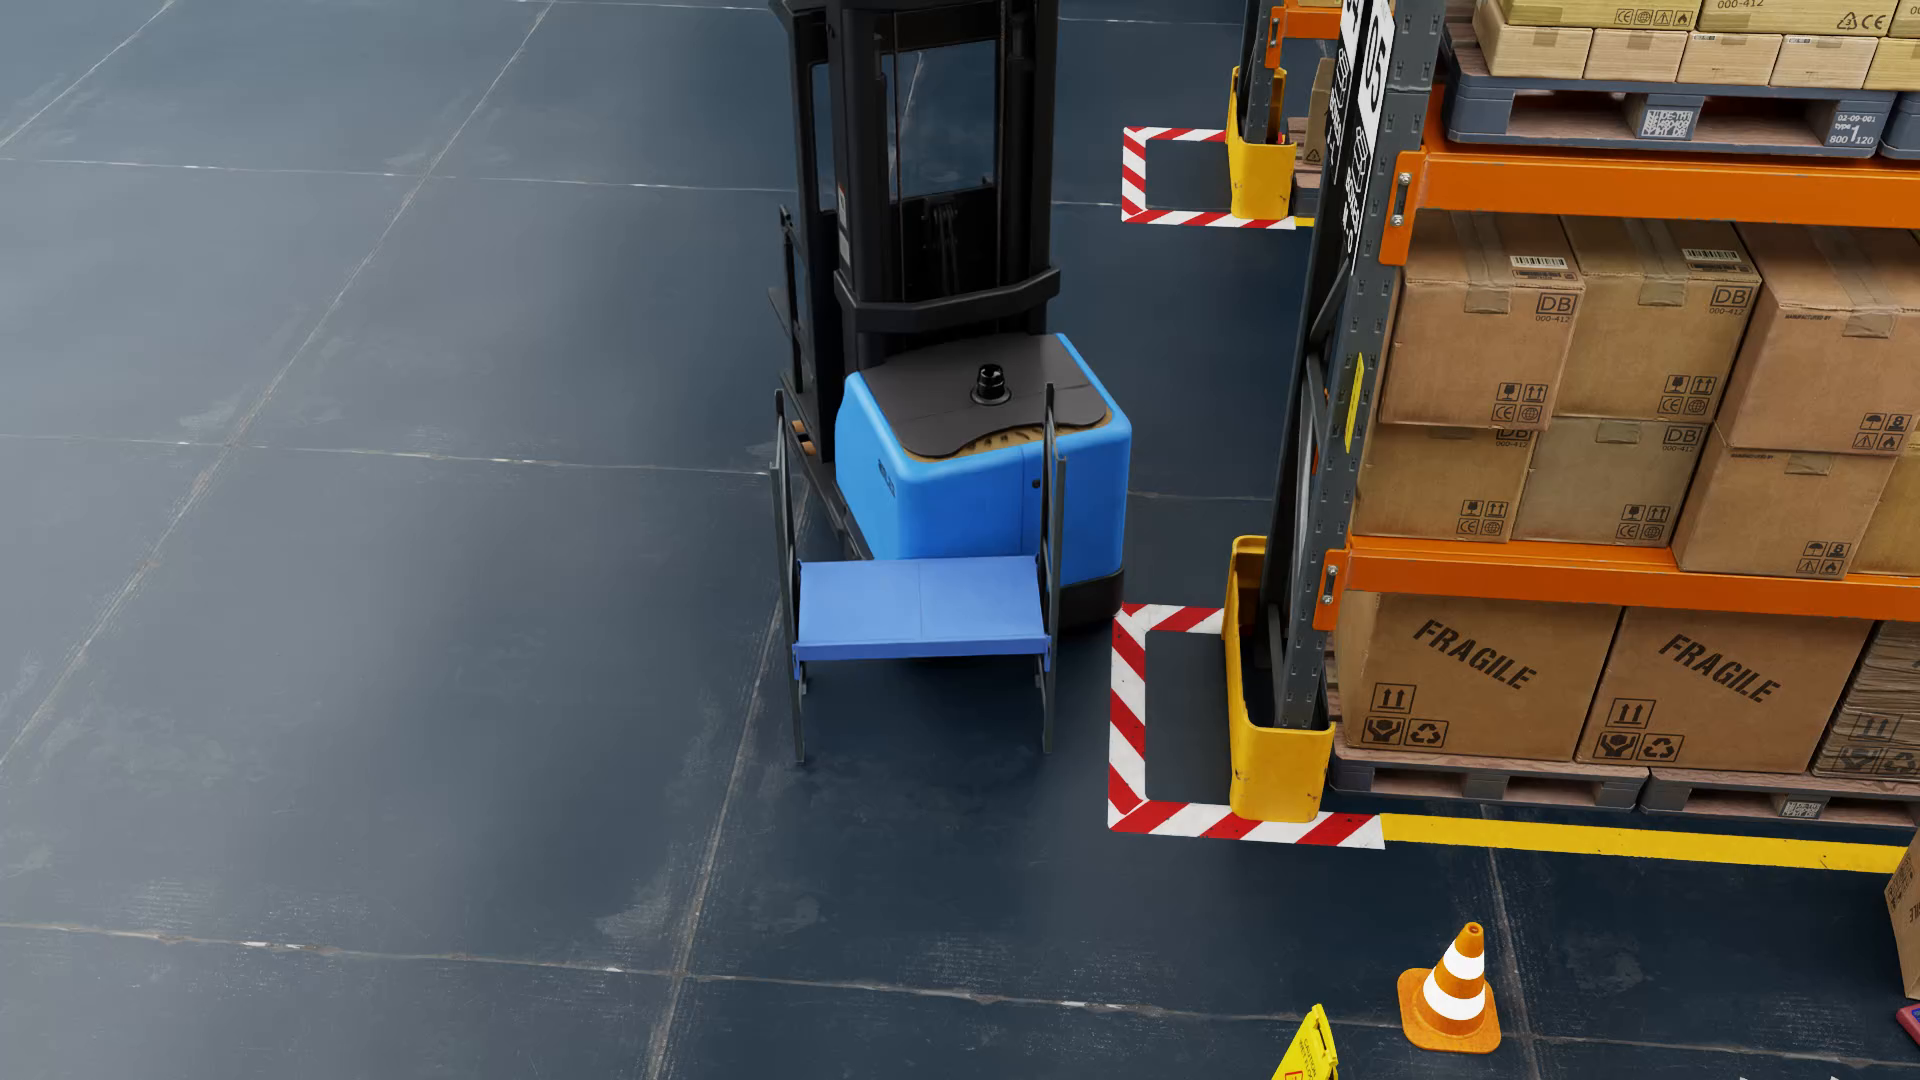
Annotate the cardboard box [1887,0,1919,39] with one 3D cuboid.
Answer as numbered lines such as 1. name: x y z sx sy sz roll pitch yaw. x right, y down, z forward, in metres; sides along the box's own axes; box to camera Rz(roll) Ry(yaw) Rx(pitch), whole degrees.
1. cardboard box: 2.785 -1.600 4.606 0.500 0.250 0.500 3 39 3

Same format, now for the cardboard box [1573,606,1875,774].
1. cardboard box: 2.875 0.283 6.547 0.875 0.875 0.875 3 39 3

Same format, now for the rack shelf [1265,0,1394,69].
1. rack shelf: 3.839 -3.146 9.979 4.000 0.370 1.077 3 39 4

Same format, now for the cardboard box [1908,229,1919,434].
1. cardboard box: 3.325 -0.817 5.574 0.500 0.550 0.875 3 39 4

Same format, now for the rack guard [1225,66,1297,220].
1. rack guard: 1.922 -2.560 10.670 0.348 0.500 1.175 3 39 4

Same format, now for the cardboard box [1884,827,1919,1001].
1. cardboard box: 3.667 1.327 5.892 0.500 0.500 0.500 10 40 12

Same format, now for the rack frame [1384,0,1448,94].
1. rack frame: 1.317 -2.747 4.166 0.127 3.000 1.000 3 39 4

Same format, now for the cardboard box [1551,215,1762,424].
1. cardboard box: 2.240 -0.880 5.652 0.550 0.550 0.875 3 39 4

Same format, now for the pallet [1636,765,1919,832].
1. pallet: 3.333 0.724 6.864 1.213 0.211 1.003 3 39 4

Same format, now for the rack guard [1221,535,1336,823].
1. rack guard: 1.293 0.548 6.851 0.348 0.500 1.175 3 39 4

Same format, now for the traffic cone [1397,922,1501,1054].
1. traffic cone: 1.724 1.486 5.728 0.334 0.463 0.336 3 39 4

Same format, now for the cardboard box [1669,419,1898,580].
1. cardboard box: 2.788 -0.361 5.869 0.550 0.550 0.875 3 39 4

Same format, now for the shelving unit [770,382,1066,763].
1. shelving unit: -0.158 0.158 6.538 1.048 1.500 0.538 -2 39 -2

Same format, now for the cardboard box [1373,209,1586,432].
1. cardboard box: 1.684 -0.852 5.617 0.550 0.550 0.875 3 39 4

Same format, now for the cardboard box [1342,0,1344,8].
1. cardboard box: 2.357 -3.245 9.730 0.250 0.149 0.380 3 39 4

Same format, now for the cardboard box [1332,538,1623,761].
1. cardboard box: 1.999 0.237 6.604 0.875 0.875 0.875 3 39 4

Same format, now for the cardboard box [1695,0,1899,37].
1. cardboard box: 2.282 -1.627 4.639 0.500 0.250 0.500 3 39 3

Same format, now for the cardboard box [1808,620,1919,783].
1. cardboard box: 3.784 0.334 6.484 0.875 0.875 0.875 3 39 4

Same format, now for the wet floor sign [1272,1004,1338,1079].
1. wet floor sign: 1.118 1.737 5.275 0.232 0.644 0.267 -3 39 -4

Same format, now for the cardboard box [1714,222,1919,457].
1. cardboard box: 2.786 -0.764 5.509 0.550 0.550 0.875 3 39 4

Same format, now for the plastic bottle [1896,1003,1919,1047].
1. plastic bottle: 3.386 1.735 5.741 0.133 0.061 0.283 -10 40 -12

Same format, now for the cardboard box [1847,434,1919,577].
1. cardboard box: 3.319 -0.358 5.865 0.500 0.550 0.875 3 39 4

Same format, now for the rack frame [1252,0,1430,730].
1. rack frame: 1.317 -0.420 6.060 0.127 3.000 1.000 3 39 4

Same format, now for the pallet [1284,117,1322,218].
1. pallet: 2.728 -2.382 10.679 1.213 0.211 1.003 3 39 4

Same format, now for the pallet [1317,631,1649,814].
1. pallet: 2.121 0.656 6.947 1.213 0.211 1.003 3 39 4

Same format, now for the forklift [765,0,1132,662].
1. forklift: -0.248 -1.547 7.500 1.130 2.935 3.031 -13 41 -15

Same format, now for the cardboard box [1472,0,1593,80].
1. cardboard box: 1.631 -1.467 4.758 0.250 0.149 0.380 3 39 4

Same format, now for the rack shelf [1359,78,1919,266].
1. rack shelf: 3.310 -1.195 5.207 4.000 0.370 1.077 3 39 4

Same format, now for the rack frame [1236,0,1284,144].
1. rack frame: 1.846 -3.534 9.886 0.127 3.000 1.000 3 39 4

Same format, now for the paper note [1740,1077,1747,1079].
1. paper note: 2.692 1.883 5.584 0.142 0.017 0.144 16 42 19

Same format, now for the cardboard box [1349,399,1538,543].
1. cardboard box: 1.691 -0.486 6.023 0.550 0.550 0.875 3 39 4

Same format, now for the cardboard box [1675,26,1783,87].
1. cardboard box: 2.135 -1.440 4.724 0.250 0.149 0.380 3 39 4

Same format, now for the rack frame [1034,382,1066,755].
1. rack frame: 0.350 0.143 6.556 0.032 1.500 0.500 -2 39 -2

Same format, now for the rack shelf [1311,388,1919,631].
1. rack shelf: 3.310 -0.032 6.153 4.000 0.370 1.077 3 39 4

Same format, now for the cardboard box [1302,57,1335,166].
1. cardboard box: 2.467 -2.683 10.488 0.500 0.500 0.500 10 40 12

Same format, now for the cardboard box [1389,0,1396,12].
1. cardboard box: 2.605 -3.222 9.702 0.250 0.149 0.380 3 39 4

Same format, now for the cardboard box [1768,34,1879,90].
1. cardboard box: 2.387 -1.426 4.708 0.250 0.149 0.380 3 39 4

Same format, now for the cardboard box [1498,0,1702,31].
1. cardboard box: 1.776 -1.654 4.672 0.500 0.250 0.500 3 39 4

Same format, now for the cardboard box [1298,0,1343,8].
1. cardboard box: 2.109 -3.271 9.762 0.250 0.149 0.380 3 39 4

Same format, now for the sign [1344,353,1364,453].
1. sign: 1.264 -0.438 5.333 0.005 0.325 0.100 3 39 4

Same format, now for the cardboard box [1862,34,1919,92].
1. cardboard box: 2.637 -1.412 4.690 0.250 0.149 0.380 3 39 4

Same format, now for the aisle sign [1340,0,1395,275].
1. aisle sign: 1.221 -1.243 5.012 0.004 0.787 0.394 3 39 4

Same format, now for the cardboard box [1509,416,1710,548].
1. cardboard box: 2.241 -0.470 6.003 0.550 0.550 0.875 3 39 4

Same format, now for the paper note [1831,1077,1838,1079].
1. paper note: 3.012 1.859 5.629 0.123 0.001 0.032 24 45 26

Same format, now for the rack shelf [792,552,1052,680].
1. rack shelf: -0.158 0.298 6.651 1.000 0.185 0.538 -2 39 -2

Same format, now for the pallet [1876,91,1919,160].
1. pallet: 3.276 -1.450 5.020 1.213 0.211 1.003 3 39 4

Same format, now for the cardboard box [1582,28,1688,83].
1. cardboard box: 1.885 -1.454 4.741 0.250 0.149 0.380 3 39 4

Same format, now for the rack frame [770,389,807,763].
1. rack frame: -0.666 0.173 6.519 0.032 1.500 0.500 -2 39 -2

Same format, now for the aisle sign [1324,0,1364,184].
1. aisle sign: 1.273 -1.621 5.476 0.004 0.787 0.394 3 39 4

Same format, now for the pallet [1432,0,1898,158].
1. pallet: 2.057 -1.515 5.100 1.213 0.211 1.003 3 39 4
